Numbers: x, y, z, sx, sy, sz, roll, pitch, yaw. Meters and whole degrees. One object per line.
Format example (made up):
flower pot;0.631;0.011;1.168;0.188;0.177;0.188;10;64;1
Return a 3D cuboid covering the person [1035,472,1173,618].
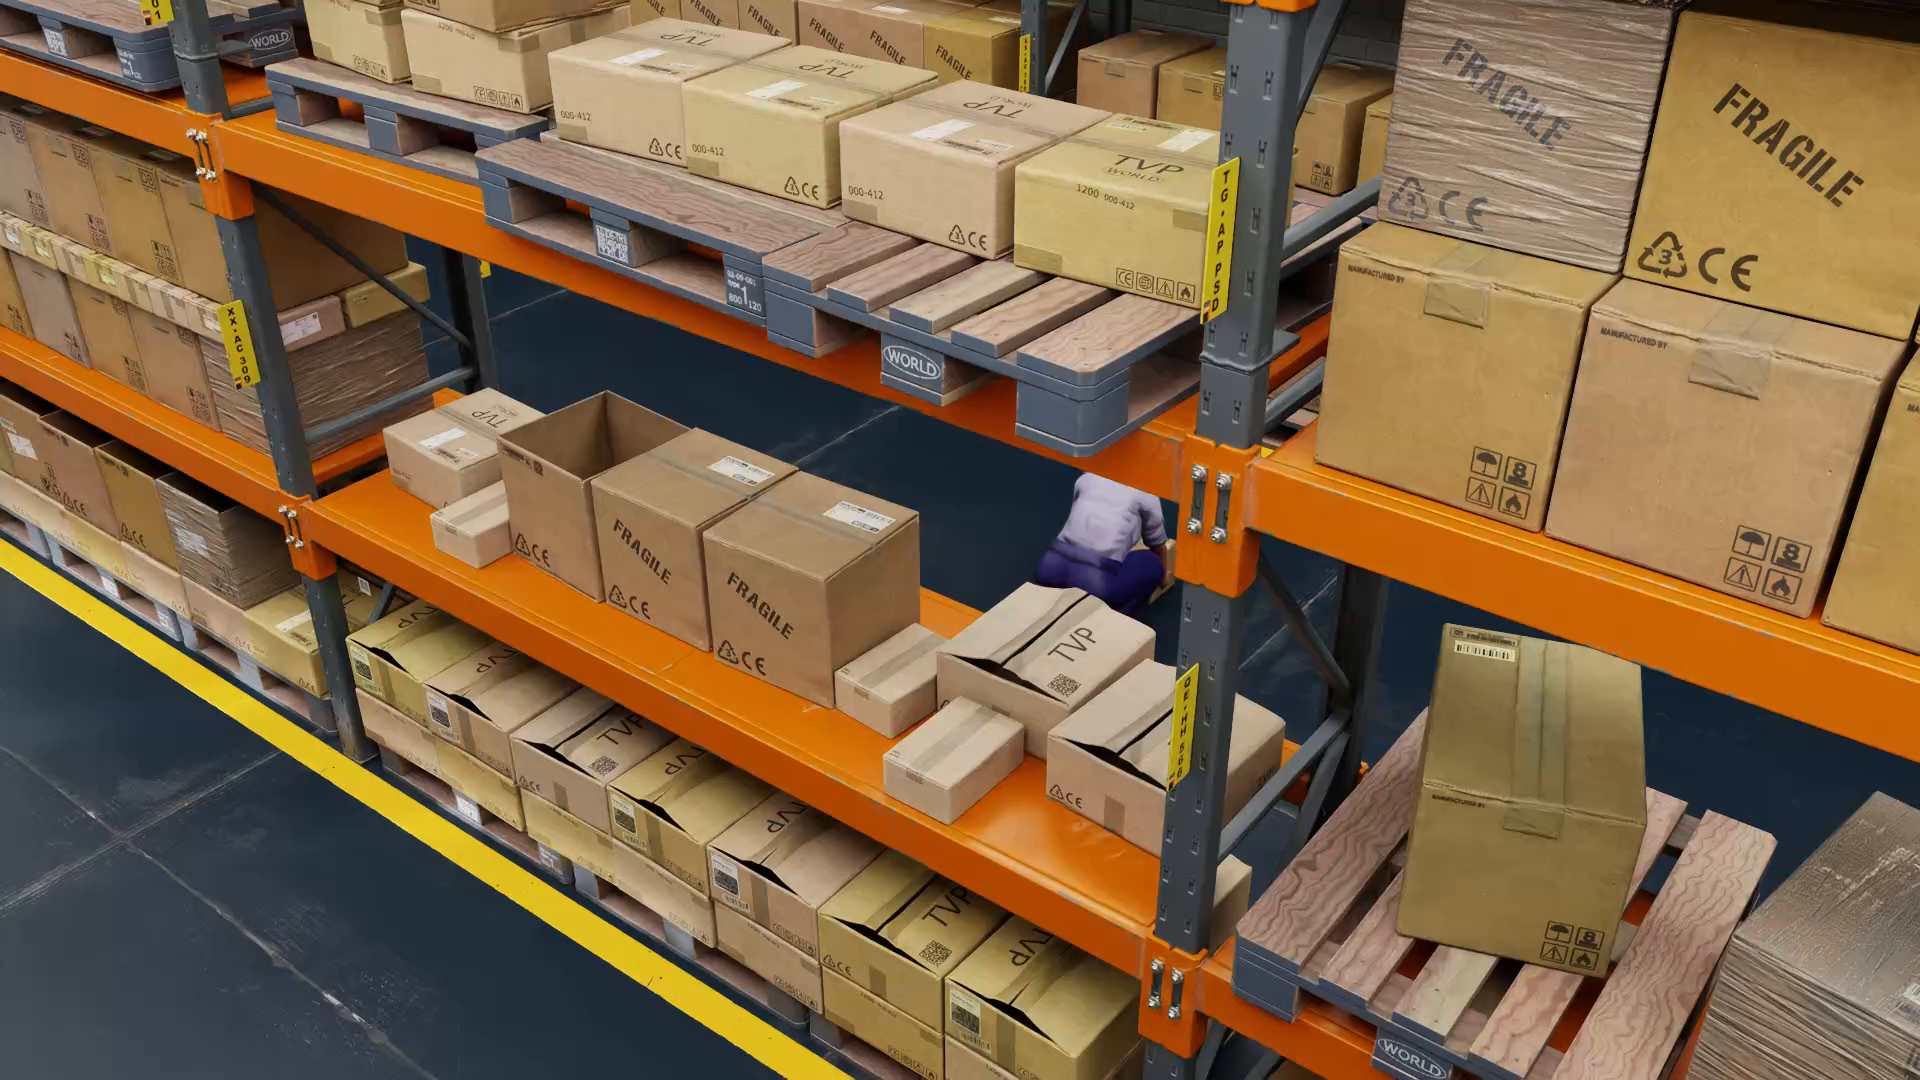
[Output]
person;0.695;0.037;7.921;0.529;0.797;0.826;22;37;31
